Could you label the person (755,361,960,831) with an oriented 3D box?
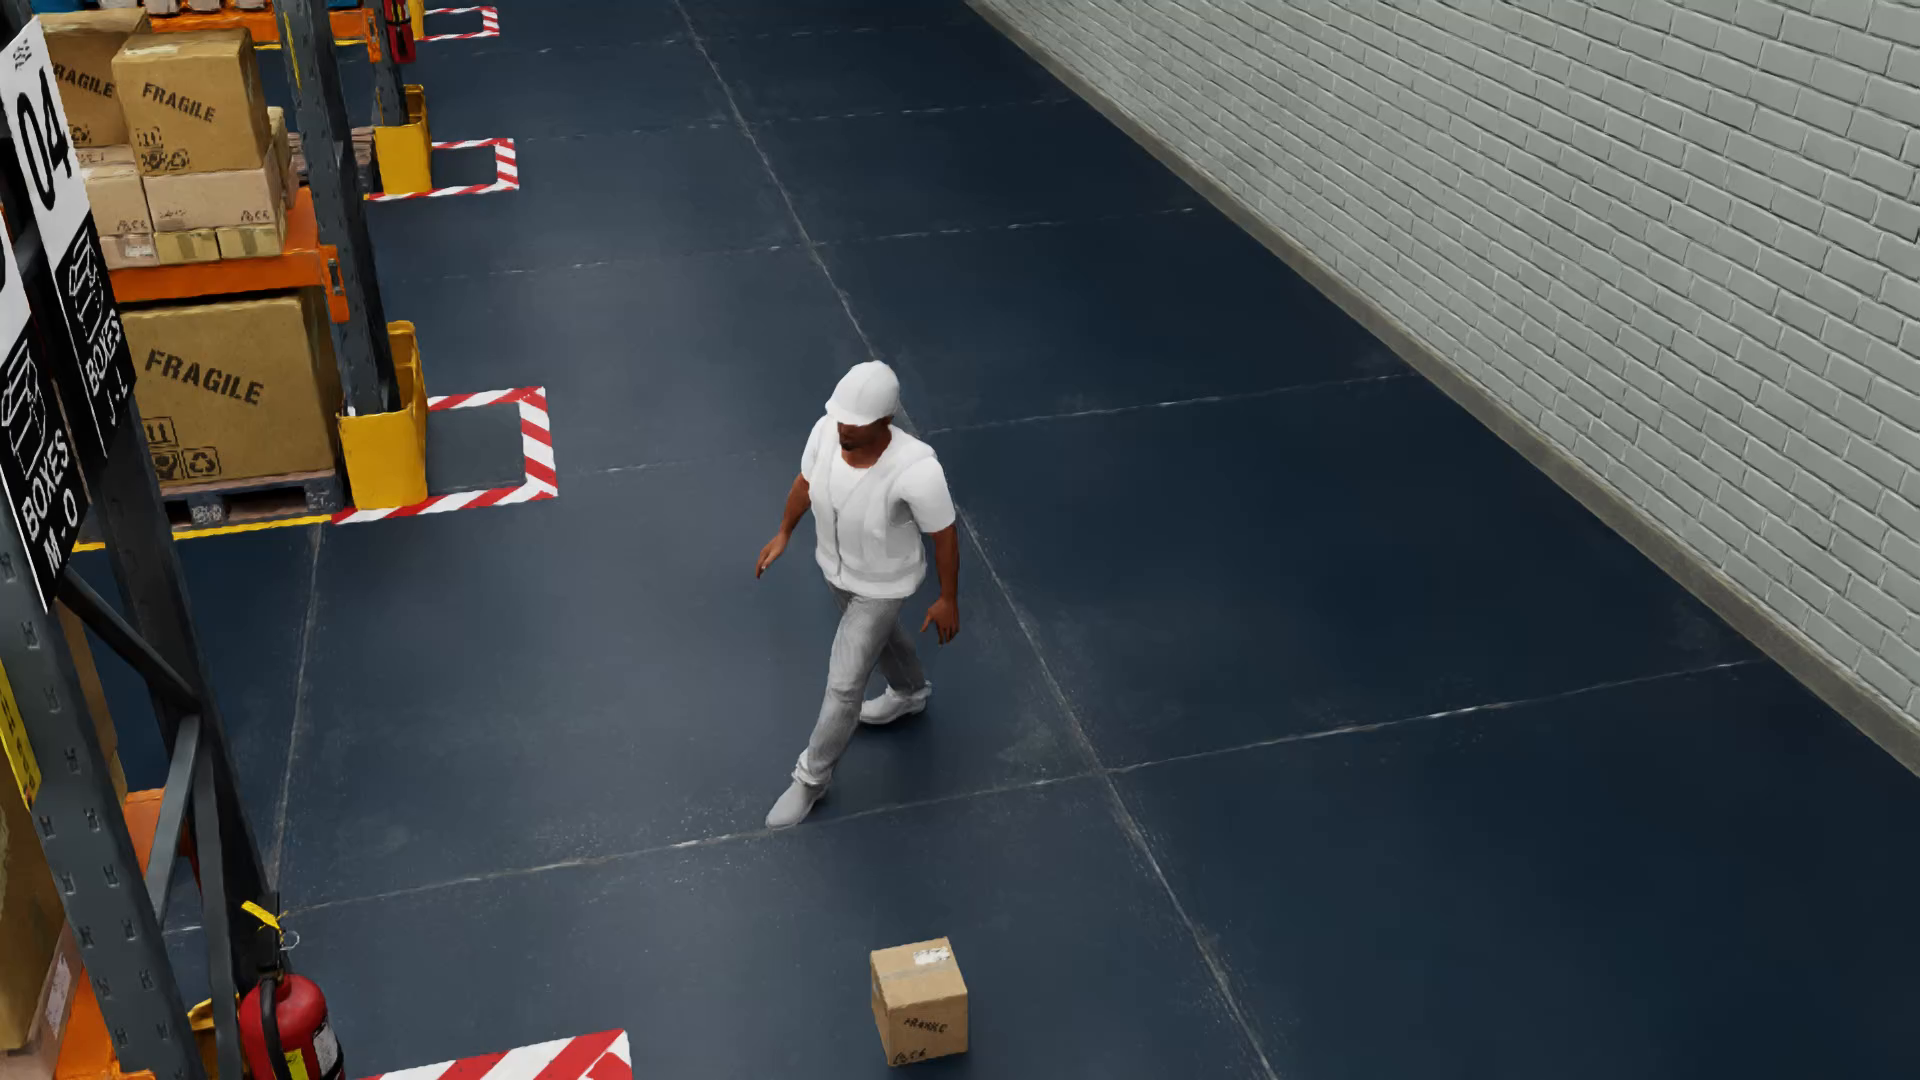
[{"bbox_3d":[-0.397,0.136,5.922,0.916,1.738,0.725,-25,38,-36],"label":"person"}]
